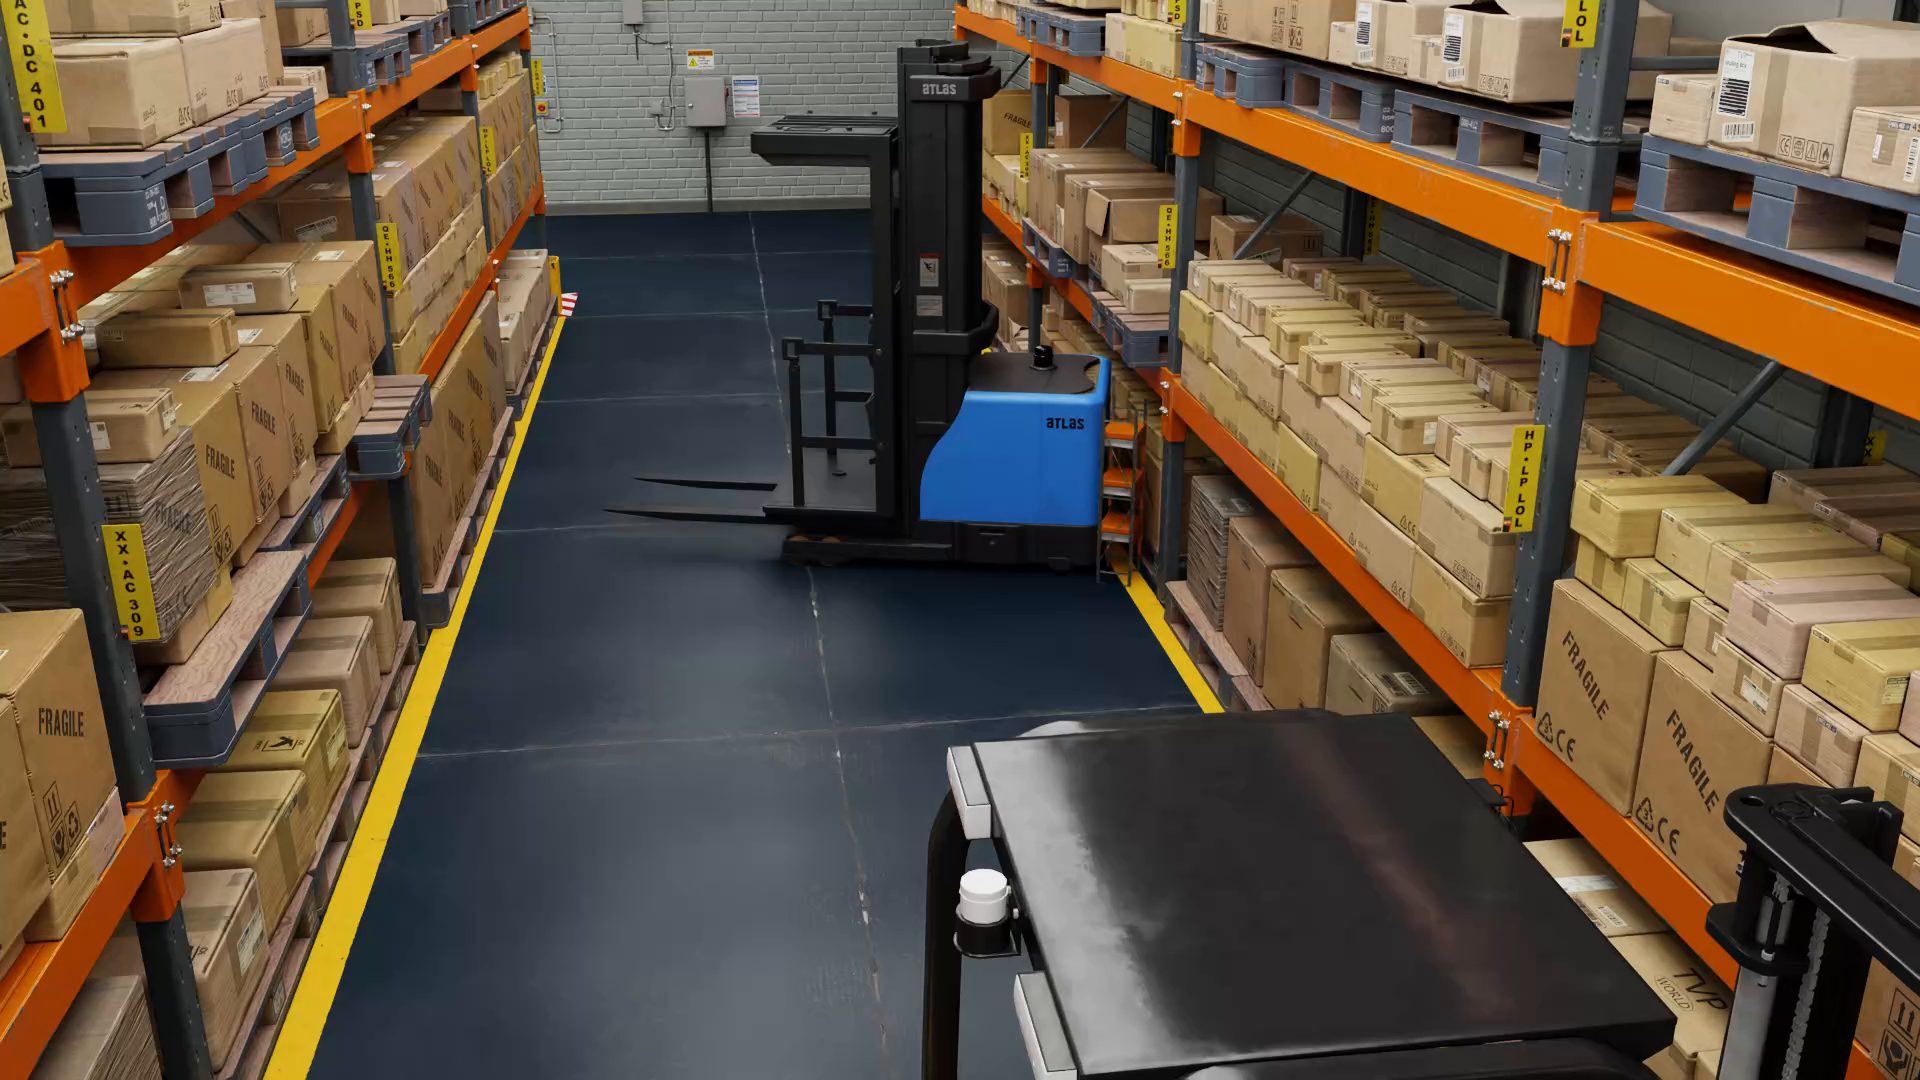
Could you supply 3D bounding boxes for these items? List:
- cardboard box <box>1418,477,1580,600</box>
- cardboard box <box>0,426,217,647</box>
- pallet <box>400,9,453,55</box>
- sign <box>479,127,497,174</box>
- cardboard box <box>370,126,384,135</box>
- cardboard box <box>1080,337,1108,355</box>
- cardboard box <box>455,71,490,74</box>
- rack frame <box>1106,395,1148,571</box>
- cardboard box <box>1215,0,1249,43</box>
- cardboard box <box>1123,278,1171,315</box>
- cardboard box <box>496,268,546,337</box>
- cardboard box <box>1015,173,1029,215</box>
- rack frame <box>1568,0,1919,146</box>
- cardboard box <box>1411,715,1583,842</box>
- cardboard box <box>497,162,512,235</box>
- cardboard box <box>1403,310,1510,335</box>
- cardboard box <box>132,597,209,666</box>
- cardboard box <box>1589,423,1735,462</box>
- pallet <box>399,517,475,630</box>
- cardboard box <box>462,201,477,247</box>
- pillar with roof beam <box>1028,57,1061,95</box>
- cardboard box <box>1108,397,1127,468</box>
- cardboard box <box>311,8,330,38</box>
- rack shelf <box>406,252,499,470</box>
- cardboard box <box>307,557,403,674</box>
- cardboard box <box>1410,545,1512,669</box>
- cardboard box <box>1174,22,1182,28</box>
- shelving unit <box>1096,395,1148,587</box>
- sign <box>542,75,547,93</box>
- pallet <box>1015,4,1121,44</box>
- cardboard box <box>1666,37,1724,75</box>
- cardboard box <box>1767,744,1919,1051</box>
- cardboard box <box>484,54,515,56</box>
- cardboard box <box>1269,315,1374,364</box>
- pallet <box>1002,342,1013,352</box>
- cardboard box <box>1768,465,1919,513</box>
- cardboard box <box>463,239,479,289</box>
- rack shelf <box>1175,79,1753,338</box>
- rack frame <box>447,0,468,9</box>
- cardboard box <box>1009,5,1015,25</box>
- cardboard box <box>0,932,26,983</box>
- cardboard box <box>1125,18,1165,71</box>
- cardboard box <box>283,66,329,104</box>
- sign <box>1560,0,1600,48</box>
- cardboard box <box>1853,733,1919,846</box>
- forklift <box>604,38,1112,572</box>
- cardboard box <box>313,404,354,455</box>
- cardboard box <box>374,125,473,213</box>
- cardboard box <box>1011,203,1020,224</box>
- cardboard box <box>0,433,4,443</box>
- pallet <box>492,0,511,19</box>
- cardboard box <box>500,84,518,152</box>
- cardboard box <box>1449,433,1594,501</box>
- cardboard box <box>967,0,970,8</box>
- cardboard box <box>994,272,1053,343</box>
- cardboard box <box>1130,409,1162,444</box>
[{"bbox_3d":[1.861,-0.024,5.492,0.500,0.250,0.500,-3,21,-9],"label":"cardboard box"},{"bbox_3d":[-2.510,-0.011,4.789,0.500,0.500,0.500,-2,21,-6],"label":"cardboard box"},{"bbox_3d":[-3.698,-3.221,10.540,0.805,0.209,1.217,-4,21,-10],"label":"pallet"},{"bbox_3d":[-3.344,-2.757,11.768,0.100,0.325,0.005,-3,21,-8],"label":"sign"},{"bbox_3d":[-4.000,-2.394,10.768,0.500,0.500,0.500,-3,21,-8],"label":"cardboard box"},{"bbox_3d":[1.037,-1.301,11.459,0.380,0.149,0.250,-3,21,-8],"label":"cardboard box"},{"bbox_3d":[-3.902,-3.602,13.074,0.380,0.149,0.250,-3,21,-8],"label":"cardboard box"},{"bbox_3d":[0.956,-0.317,9.549,0.200,1.050,0.008,7,23,17],"label":"rack frame"},{"bbox_3d":[1.472,-2.520,7.503,0.500,0.500,0.500,-3,21,-7],"label":"cardboard box"},{"bbox_3d":[1.134,-1.375,9.368,0.380,0.149,0.250,-3,21,-7],"label":"cardboard box"},{"bbox_3d":[-4.122,-2.062,14.512,0.875,0.438,0.875,-2,21,-6],"label":"cardboard box"},{"bbox_3d":[0.717,-2.705,12.962,0.500,0.250,0.500,-2,21,-6],"label":"cardboard box"},{"bbox_3d":[2.185,-2.513,4.083,1.000,3.000,0.127,-3,21,-8],"label":"rack frame"},{"bbox_3d":[2.099,1.033,5.957,0.875,0.625,0.625,-2,21,-5],"label":"cardboard box"},{"bbox_3d":[-3.756,-2.618,12.795,0.500,0.500,0.500,-3,21,-7],"label":"cardboard box"},{"bbox_3d":[2.165,-0.900,7.269,0.380,0.149,0.250,-3,21,-9],"label":"cardboard box"},{"bbox_3d":[-2.493,0.263,4.984,0.380,0.149,0.250,-3,21,-7],"label":"cardboard box"},{"bbox_3d":[2.360,-0.281,5.612,0.380,0.149,0.250,-4,21,-10],"label":"cardboard box"},{"bbox_3d":[-3.342,0.194,9.396,1.003,0.211,1.213,-3,21,-8],"label":"pallet"},{"bbox_3d":[-3.496,-2.072,10.975,0.500,0.250,0.500,-2,21,-6],"label":"cardboard box"},{"bbox_3d":[-3.302,-7.430,17.247,9.100,9.000,0.400,-3,21,-8],"label":"pillar with roof beam"},{"bbox_3d":[1.195,-0.604,10.518,0.500,0.500,0.500,-2,21,-5],"label":"cardboard box"},{"bbox_3d":[-3.634,-2.818,8.443,0.700,0.500,0.500,-4,21,-10],"label":"cardboard box"},{"bbox_3d":[-3.591,-1.191,10.147,1.077,0.370,4.000,-3,21,-8],"label":"rack shelf"},{"bbox_3d":[-3.231,0.395,8.028,0.950,0.372,0.625,-4,21,-11],"label":"cardboard box"},{"bbox_3d":[1.854,0.206,5.591,0.500,0.250,0.500,-2,21,-7],"label":"cardboard box"},{"bbox_3d":[1.319,-2.720,8.568,0.380,0.149,0.250,-2,21,-7],"label":"cardboard box"},{"bbox_3d":[0.918,-0.275,9.441,0.215,1.050,0.252,7,23,17],"label":"shelving unit"},{"bbox_3d":[-5.349,-5.702,20.810,0.327,0.218,0.001,-3,21,-8],"label":"sign"},{"bbox_3d":[1.056,-3.560,11.443,1.213,0.211,1.003,-3,21,-8],"label":"pallet"},{"bbox_3d":[2.257,-1.537,5.374,0.380,0.149,0.250,-3,21,-8],"label":"cardboard box"},{"bbox_3d":[2.156,0.772,3.719,0.500,0.500,0.500,-3,21,-8],"label":"cardboard box"},{"bbox_3d":[-4.146,-4.224,14.739,0.380,0.149,0.250,-3,21,-7],"label":"cardboard box"},{"bbox_3d":[1.559,-0.867,7.179,0.380,0.149,0.250,-2,21,-7],"label":"cardboard box"},{"bbox_3d":[0.934,-1.404,13.673,1.003,0.211,1.213,-3,21,-8],"label":"pallet"},{"bbox_3d":[2.530,-0.097,4.694,0.380,0.149,0.250,-3,21,-8],"label":"cardboard box"},{"bbox_3d":[-3.493,-1.831,11.047,0.500,0.250,0.500,-3,21,-9],"label":"cardboard box"},{"bbox_3d":[1.897,-1.463,6.588,1.077,0.370,4.000,-3,21,-8],"label":"rack shelf"},{"bbox_3d":[-3.879,-5.031,10.825,1.000,3.000,0.127,-3,21,-8],"label":"rack frame"},{"bbox_3d":[0.594,-4.133,13.067,0.380,0.149,0.250,-3,21,-8],"label":"cardboard box"},{"bbox_3d":[-2.375,0.943,3.763,0.380,0.149,0.250,-3,21,-7],"label":"cardboard box"},{"bbox_3d":[1.221,-2.762,9.251,0.500,0.250,0.500,-3,21,-8],"label":"cardboard box"},{"bbox_3d":[-3.050,-2.025,7.422,0.380,0.149,0.250,-3,21,-8],"label":"cardboard box"},{"bbox_3d":[1.650,-1.467,4.380,0.100,0.325,0.005,-3,21,-8],"label":"sign"},{"bbox_3d":[2.127,0.515,3.480,0.380,0.149,0.250,-4,21,-9],"label":"cardboard box"},{"bbox_3d":[-0.618,-1.400,9.775,3.031,2.935,1.130,2,21,7],"label":"forklift"},{"bbox_3d":[-2.750,-0.457,6.911,0.380,0.149,0.250,-3,21,-7],"label":"cardboard box"},{"bbox_3d":[-3.485,-2.415,10.824,0.500,0.500,0.500,-3,21,-7],"label":"cardboard box"},{"bbox_3d":[0.616,-2.630,13.330,0.380,0.149,0.250,-2,21,-6],"label":"cardboard box"},{"bbox_3d":[-3.020,0.018,4.713,0.500,0.500,0.500,-3,21,-9],"label":"cardboard box"},{"bbox_3d":[-4.160,-4.290,13.254,1.003,0.211,1.213,-3,21,-8],"label":"pallet"},{"bbox_3d":[-3.908,-3.441,13.570,0.500,0.500,0.500,-3,21,-8],"label":"cardboard box"},{"bbox_3d":[1.861,-0.249,5.525,0.380,0.149,0.250,-3,21,-9],"label":"cardboard box"},{"bbox_3d":[0.271,-5.023,15.449,0.380,0.149,0.250,-2,21,-7],"label":"cardboard box"},{"bbox_3d":[0.684,-2.009,14.281,0.700,0.500,0.500,-4,21,-10],"label":"cardboard box"},{"bbox_3d":[1.217,-0.668,9.763,0.380,0.149,0.250,-4,21,-11],"label":"cardboard box"}]
